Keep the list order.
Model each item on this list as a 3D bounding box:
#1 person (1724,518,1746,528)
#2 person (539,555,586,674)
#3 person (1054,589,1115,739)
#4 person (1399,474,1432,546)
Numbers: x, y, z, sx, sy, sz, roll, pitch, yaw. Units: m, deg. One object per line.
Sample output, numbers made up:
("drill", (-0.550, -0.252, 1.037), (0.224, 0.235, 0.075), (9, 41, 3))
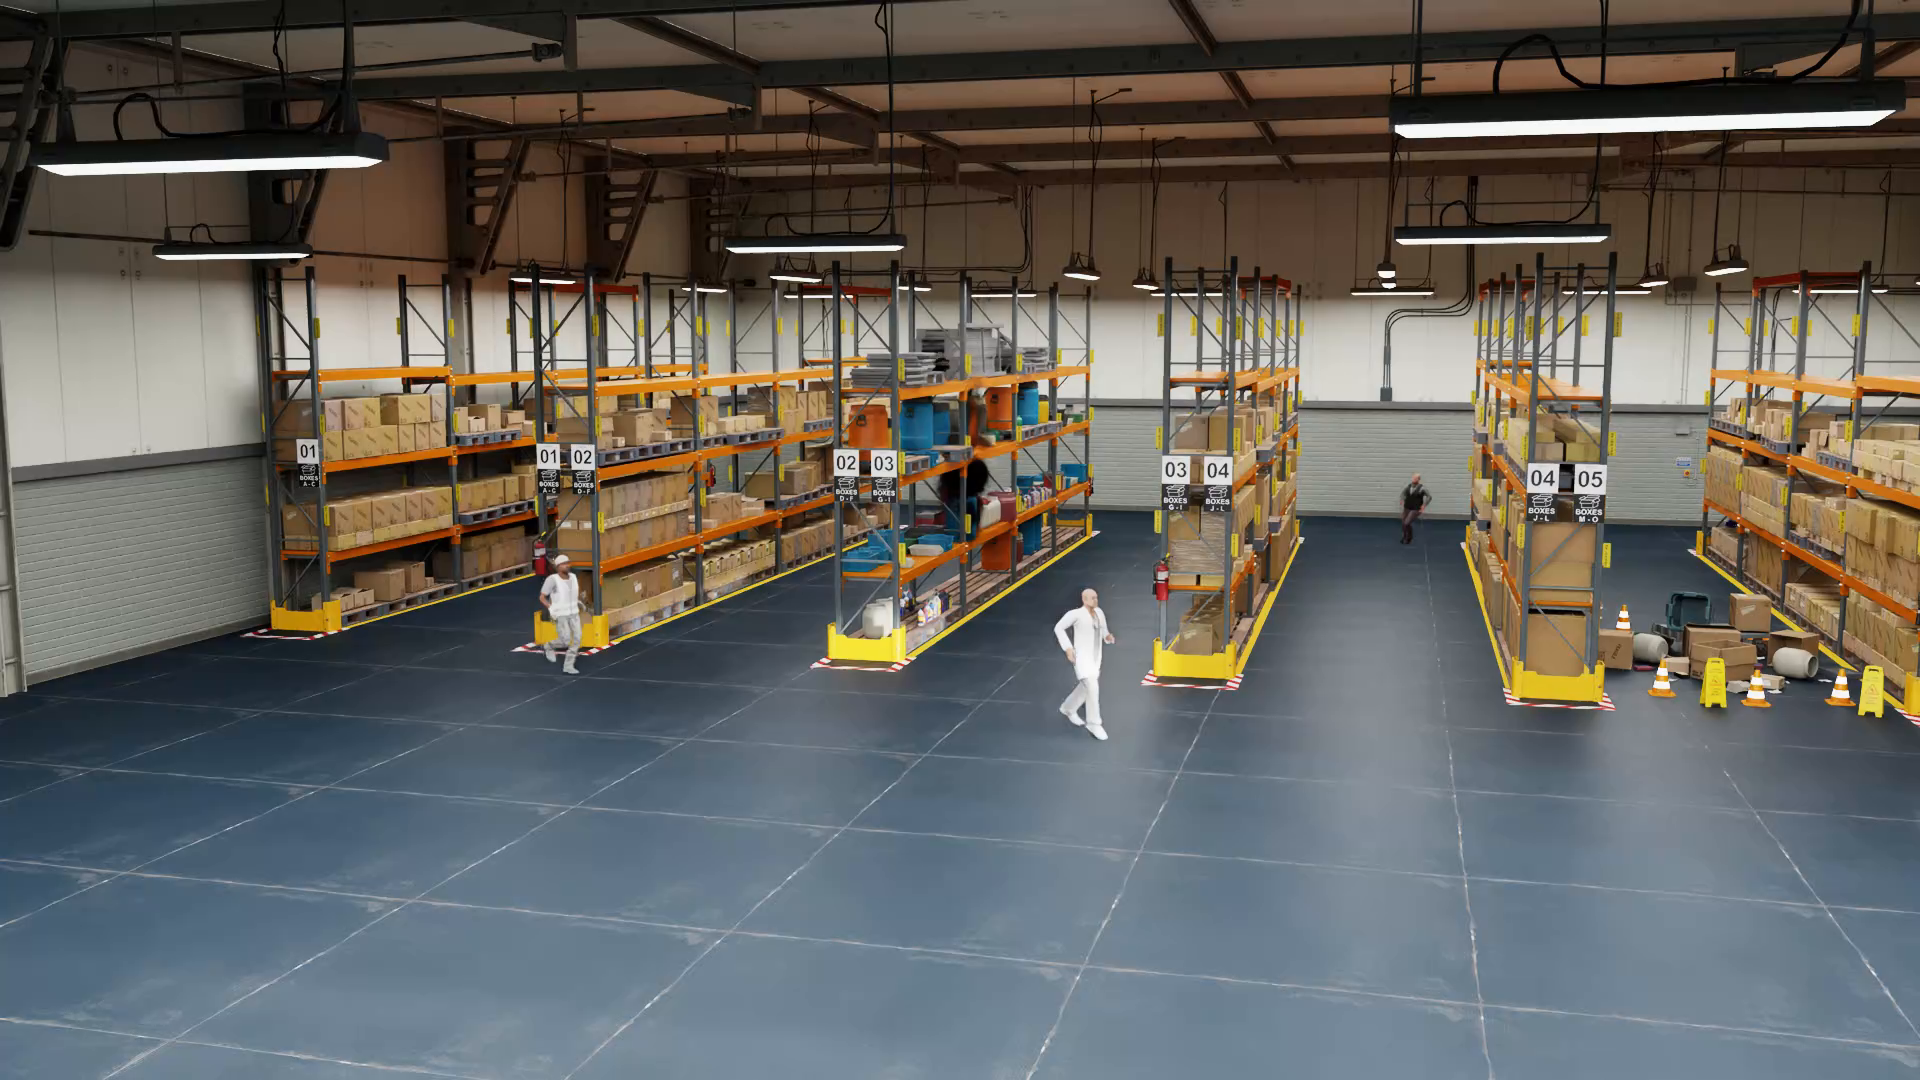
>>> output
("person", (17.785, -0.581, 37.950), (0.898, 1.576, 0.686), (6, 9, 39))
("person", (-5.797, 1.076, 24.255), (0.614, 1.737, 0.681), (6, 9, 39))
("person", (1.565, 1.501, 20.695), (0.911, 1.822, 0.706), (7, 10, 44))
("person", (10.451, -0.693, 38.401), (0.620, 1.688, 0.714), (-6, 10, -41))
